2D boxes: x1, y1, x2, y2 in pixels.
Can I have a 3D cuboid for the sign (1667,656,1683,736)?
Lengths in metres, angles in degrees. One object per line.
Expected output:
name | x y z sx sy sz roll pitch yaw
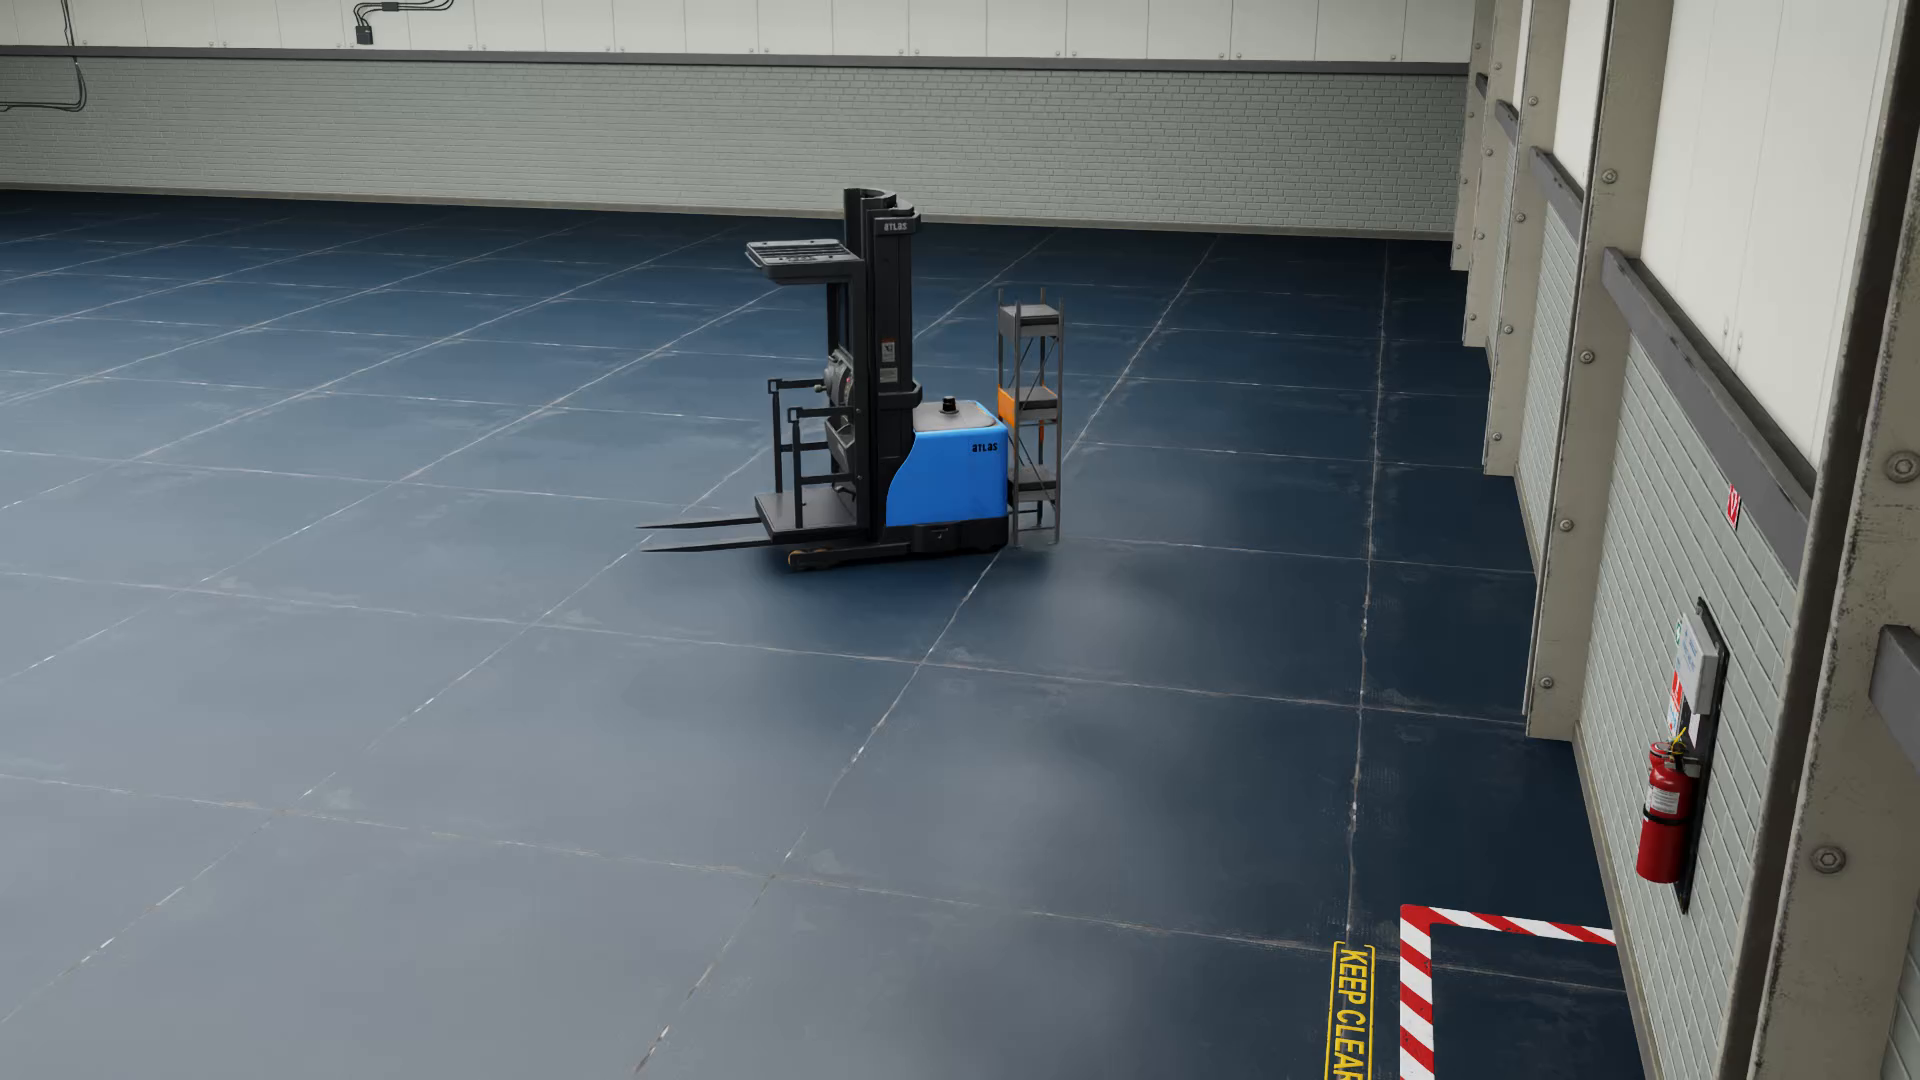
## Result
sign | 3.198 0.704 7.431 0.001 0.329 0.234 5 19 13

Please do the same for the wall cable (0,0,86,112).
wall cable | -20.357 -10.541 35.930 3.097 2.526 0.112 5 19 13

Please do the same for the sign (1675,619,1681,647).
sign | 3.188 0.454 7.343 0.001 0.109 0.331 5 19 13

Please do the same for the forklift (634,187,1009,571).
forklift | -1.168 -1.324 13.529 3.031 2.935 1.130 -5 19 -14

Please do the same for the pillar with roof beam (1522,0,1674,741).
pillar with roof beam | -0.386 -3.402 10.225 9.100 9.000 0.400 5 19 13

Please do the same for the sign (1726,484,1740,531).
sign | 3.062 -0.206 6.562 0.001 0.298 0.199 5 19 13

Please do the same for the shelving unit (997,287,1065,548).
shelving unit | 0.580 -1.021 13.930 0.431 2.100 0.503 -5 19 -14

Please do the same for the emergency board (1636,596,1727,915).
emergency board | 2.963 0.886 6.953 0.194 1.169 0.643 5 19 13

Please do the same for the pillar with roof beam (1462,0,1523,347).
pillar with roof beam | 2.546 -7.163 21.237 9.100 9.000 0.400 5 19 13

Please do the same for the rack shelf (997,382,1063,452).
rack shelf | 0.580 -1.009 13.934 0.431 0.518 0.480 -5 19 -14

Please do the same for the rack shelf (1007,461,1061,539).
rack shelf | 0.580 -0.346 14.160 0.431 0.518 0.480 -5 19 -14

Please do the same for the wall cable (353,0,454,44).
wall cable | -11.155 -12.865 32.669 2.305 6.003 0.169 5 19 13

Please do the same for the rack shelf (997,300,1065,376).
rack shelf | 0.580 -1.671 13.708 0.431 0.518 0.480 -5 19 -14

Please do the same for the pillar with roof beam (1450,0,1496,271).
pillar with roof beam | 4.012 -9.044 26.743 9.100 9.000 0.400 5 19 13

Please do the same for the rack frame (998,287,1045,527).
rack frame | 0.516 -1.098 14.152 0.400 2.100 0.015 -5 19 -14

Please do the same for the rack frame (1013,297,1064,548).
rack frame | 0.644 -0.945 13.707 0.400 2.100 0.015 -5 19 -14

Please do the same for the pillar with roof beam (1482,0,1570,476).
pillar with roof beam | 1.080 -5.283 15.731 9.100 9.000 0.400 5 19 13
